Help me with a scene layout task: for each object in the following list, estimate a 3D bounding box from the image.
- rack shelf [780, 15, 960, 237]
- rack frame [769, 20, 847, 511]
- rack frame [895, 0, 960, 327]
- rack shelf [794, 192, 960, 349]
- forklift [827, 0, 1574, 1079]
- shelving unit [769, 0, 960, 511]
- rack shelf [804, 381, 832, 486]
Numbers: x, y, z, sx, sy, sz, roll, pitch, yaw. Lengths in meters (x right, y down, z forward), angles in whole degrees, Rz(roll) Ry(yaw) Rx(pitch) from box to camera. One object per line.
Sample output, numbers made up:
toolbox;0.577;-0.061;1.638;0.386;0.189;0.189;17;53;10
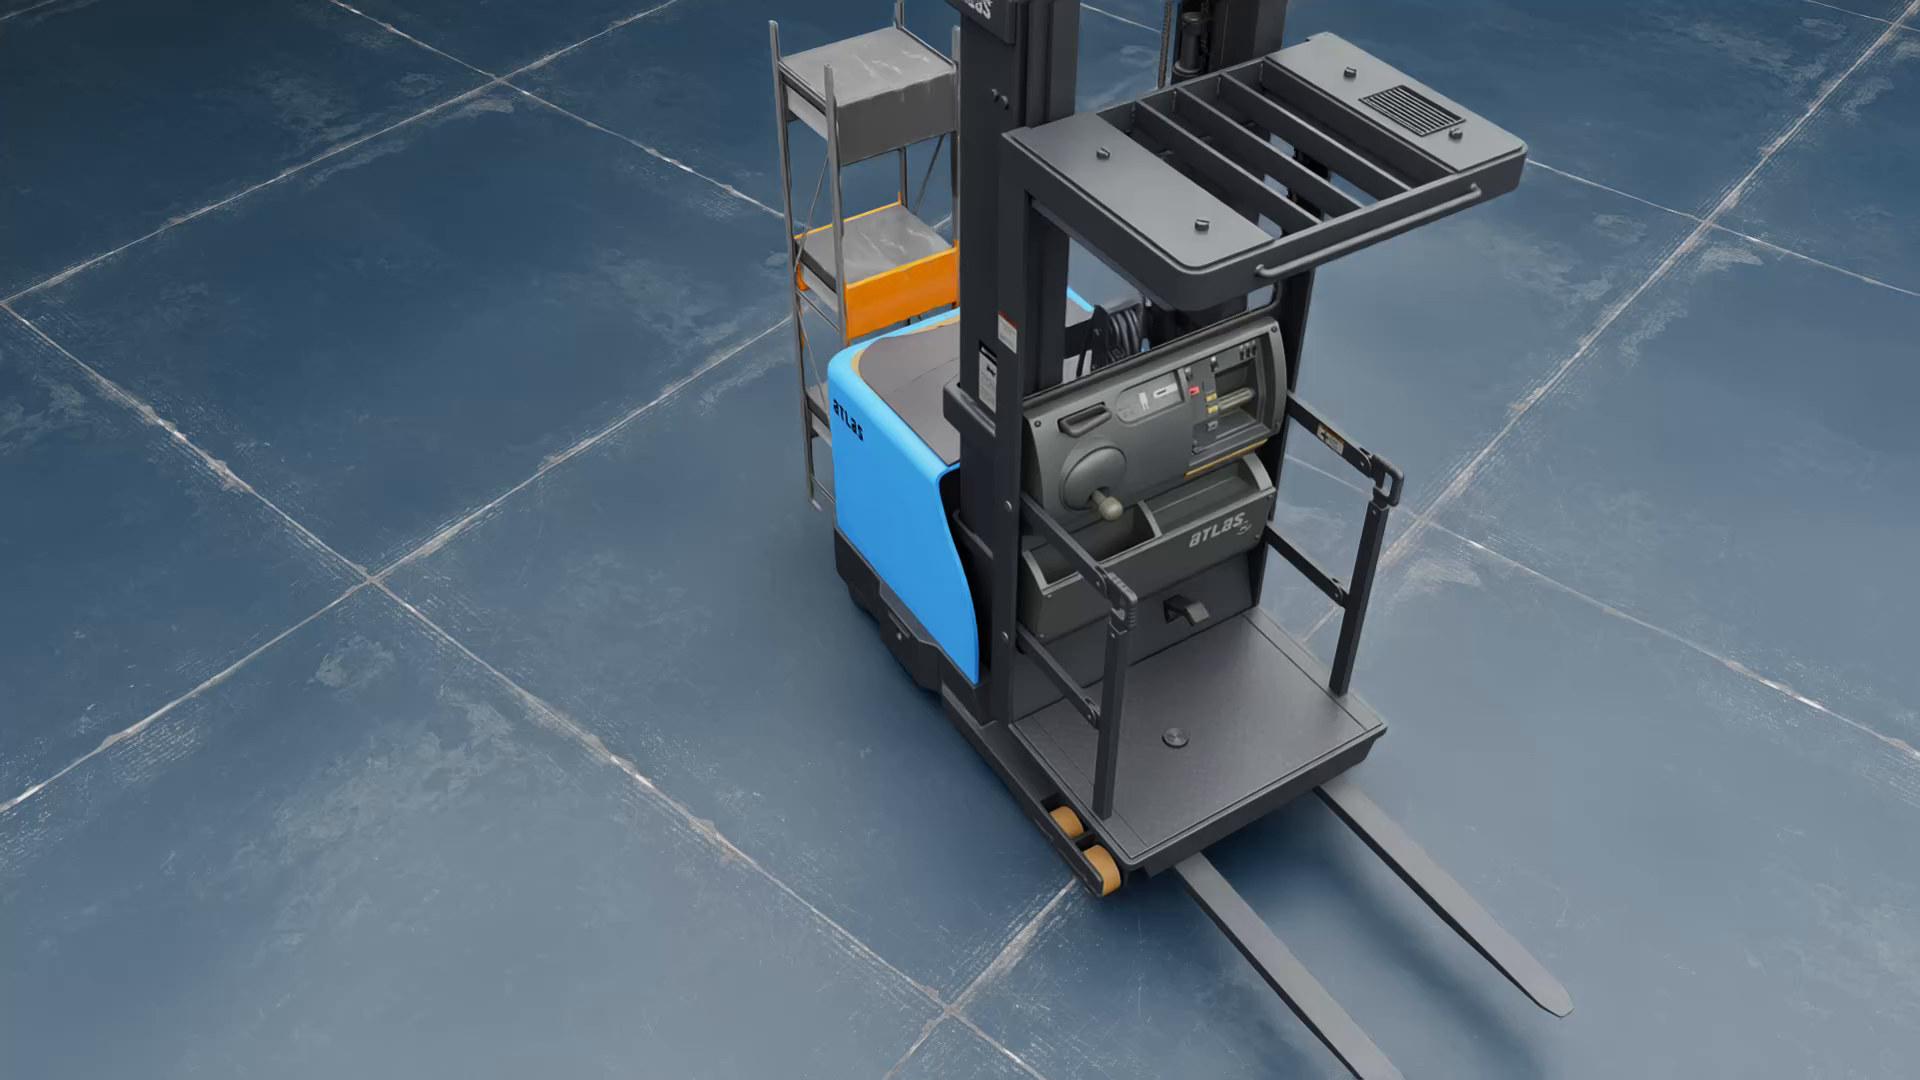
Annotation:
rack shelf;-0.316;-1.435;5.747;0.480;0.518;0.431;-24;47;-24
rack frame;-0.520;-0.837;6.110;0.015;2.100;0.400;-24;47;-24
rack frame;-0.111;-1.017;6.307;0.015;2.100;0.400;-24;47;-24
rack shelf;-0.316;-0.917;6.218;0.480;0.518;0.431;-24;47;-24
forklift;0.724;-0.280;4.880;1.130;2.935;3.031;-23;47;-23
shelving unit;-0.316;-0.927;6.209;0.503;2.100;0.431;-24;47;-24
rack shelf;-0.316;-0.399;6.689;0.480;0.518;0.431;-24;47;-24
